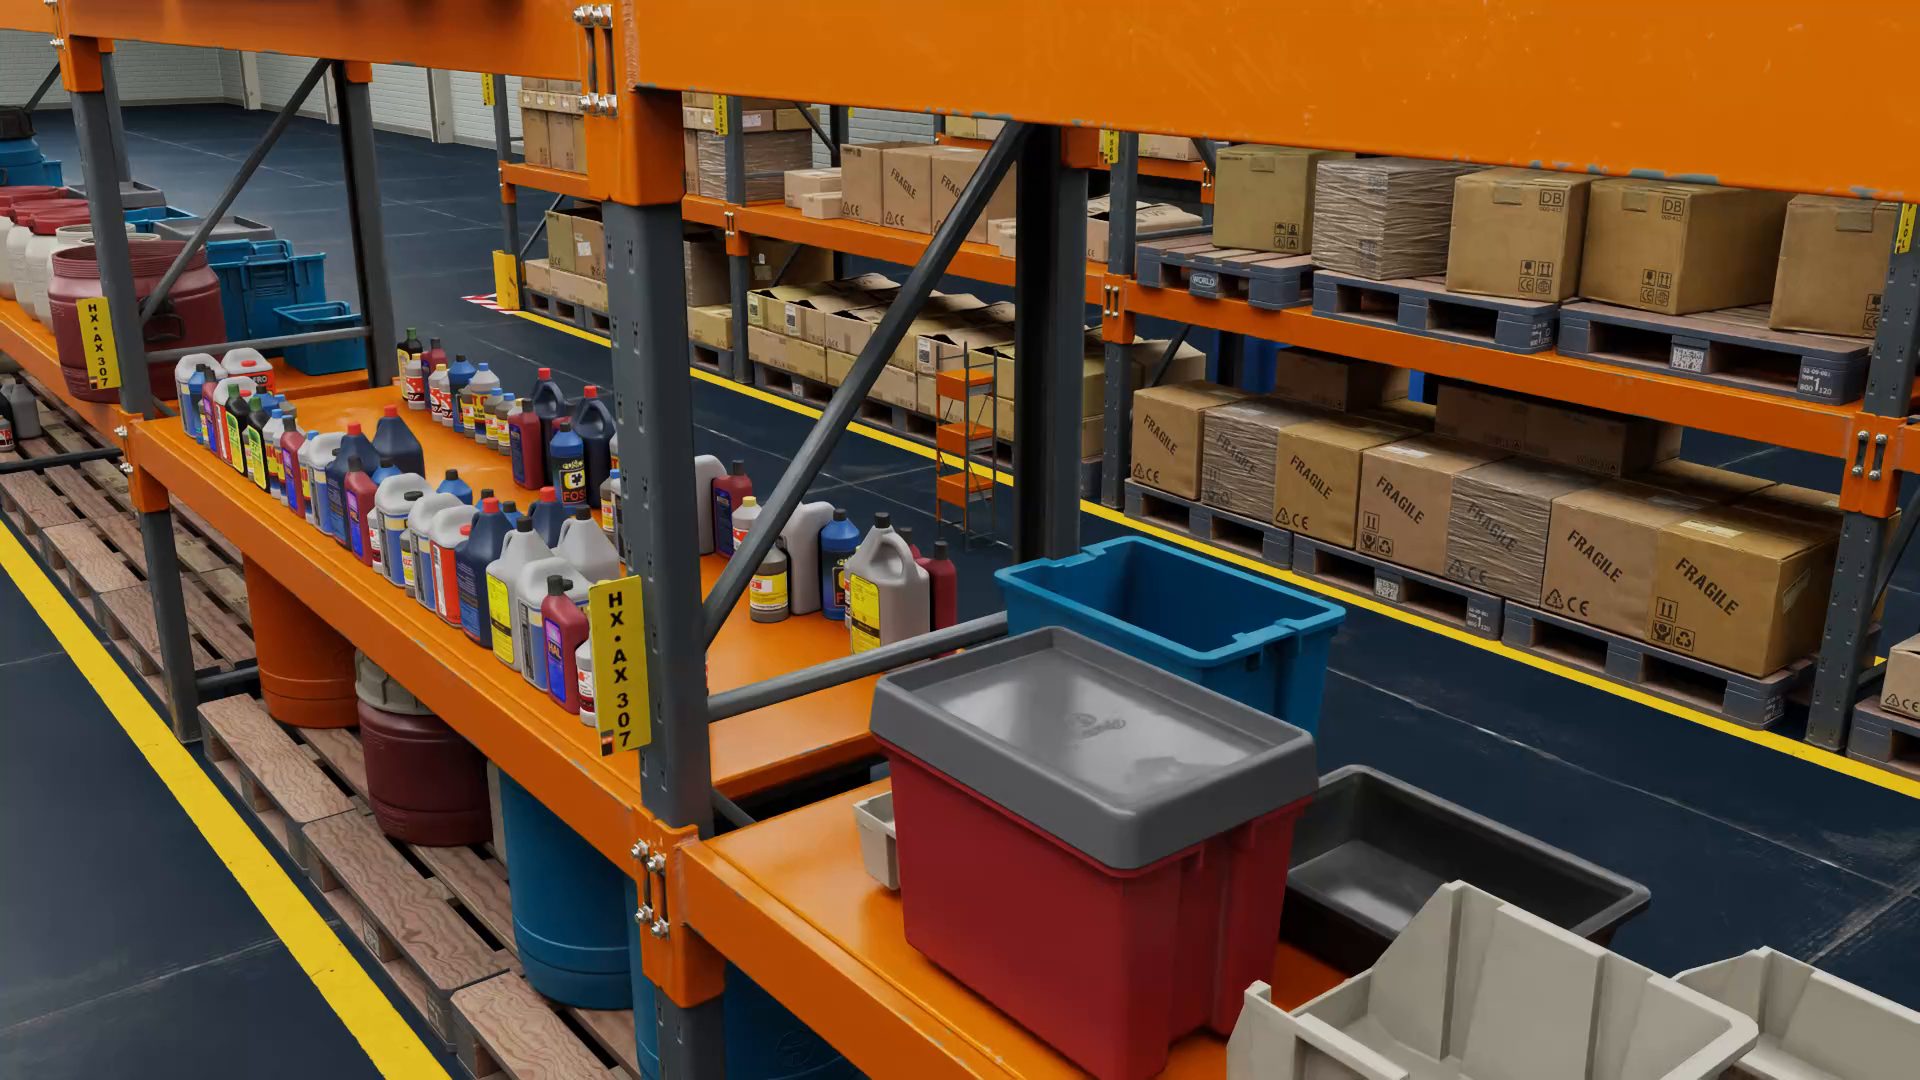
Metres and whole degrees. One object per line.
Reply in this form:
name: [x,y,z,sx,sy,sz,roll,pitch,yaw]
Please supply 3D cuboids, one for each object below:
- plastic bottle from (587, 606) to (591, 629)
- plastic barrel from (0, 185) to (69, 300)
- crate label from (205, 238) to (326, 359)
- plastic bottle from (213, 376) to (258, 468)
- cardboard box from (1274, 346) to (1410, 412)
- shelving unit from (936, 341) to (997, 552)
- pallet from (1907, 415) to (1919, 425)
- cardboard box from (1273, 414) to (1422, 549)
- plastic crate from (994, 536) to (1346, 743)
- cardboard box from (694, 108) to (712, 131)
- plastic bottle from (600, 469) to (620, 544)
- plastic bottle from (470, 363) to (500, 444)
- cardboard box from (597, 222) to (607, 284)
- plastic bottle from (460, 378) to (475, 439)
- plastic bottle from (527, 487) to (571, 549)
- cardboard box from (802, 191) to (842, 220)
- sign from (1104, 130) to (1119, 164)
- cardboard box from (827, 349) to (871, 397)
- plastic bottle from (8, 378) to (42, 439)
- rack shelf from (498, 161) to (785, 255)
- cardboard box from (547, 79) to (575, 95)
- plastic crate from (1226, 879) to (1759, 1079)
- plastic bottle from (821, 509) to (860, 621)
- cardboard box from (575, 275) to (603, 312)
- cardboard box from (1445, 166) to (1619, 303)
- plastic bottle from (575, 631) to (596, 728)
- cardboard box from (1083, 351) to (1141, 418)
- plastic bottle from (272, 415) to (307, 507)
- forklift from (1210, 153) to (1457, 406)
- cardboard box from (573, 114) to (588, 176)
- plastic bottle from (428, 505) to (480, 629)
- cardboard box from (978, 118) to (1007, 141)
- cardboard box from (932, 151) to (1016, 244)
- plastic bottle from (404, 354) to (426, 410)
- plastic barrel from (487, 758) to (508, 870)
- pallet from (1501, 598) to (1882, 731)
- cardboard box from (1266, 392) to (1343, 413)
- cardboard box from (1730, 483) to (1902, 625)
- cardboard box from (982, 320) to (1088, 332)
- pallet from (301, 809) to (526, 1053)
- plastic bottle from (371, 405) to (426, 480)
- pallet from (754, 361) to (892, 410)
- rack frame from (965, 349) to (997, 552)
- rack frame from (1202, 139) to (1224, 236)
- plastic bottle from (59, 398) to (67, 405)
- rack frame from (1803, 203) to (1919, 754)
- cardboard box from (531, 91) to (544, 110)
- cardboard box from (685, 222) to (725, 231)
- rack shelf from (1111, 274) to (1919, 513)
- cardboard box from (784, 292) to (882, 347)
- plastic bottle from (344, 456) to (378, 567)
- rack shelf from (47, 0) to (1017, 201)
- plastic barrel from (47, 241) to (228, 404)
plastic bottle: [-0.800,0.243,3.673,0.097,0.201,0.097,0,18,0]
plastic barrel: [-4.718,-1.507,8.424,0.433,0.535,0.433,0,18,0]
crate label: [-3.062,-1.049,7.203,0.502,0.435,0.616,-14,23,-36]
plastic bottle: [-2.354,-0.392,5.473,0.152,0.276,0.135,-14,23,-36]
cardboard box: [2.031,-0.881,8.836,0.500,0.250,0.500,-13,22,-34]
shelving unit: [0.033,-0.485,8.658,0.215,1.050,0.252,-14,23,-36]
pallet: [6.293,-0.835,11.049,1.003,0.211,1.213,-14,23,-36]
cardboard box: [1.924,-0.303,8.281,0.500,0.500,0.500,-14,23,-37]
plastic crate: [0.384,0.278,3.180,0.392,0.384,0.575,-14,23,-36]
cardboard box: [-1.744,-3.128,12.347,0.380,0.149,0.250,-15,23,-37]
plastic bottle: [-0.967,-0.100,4.708,0.097,0.201,0.097,0,18,0]
plastic bottle: [-1.629,-0.473,5.723,0.097,0.271,0.097,0,18,0]
cardboard box: [-2.651,-2.376,13.780,0.500,0.500,0.500,-14,23,-36]
plastic bottle: [-1.689,-0.463,5.806,0.097,0.201,0.097,0,18,0]
plastic bottle: [-1.002,0.038,4.055,0.144,0.351,0.185,-14,23,-36]
cardboard box: [-0.865,-2.309,11.463,0.380,0.149,0.250,-14,23,-36]
sign: [0.795,-2.141,8.715,0.100,0.325,0.005,-14,23,-36]
cardboard box: [-0.559,-1.179,11.359,0.500,0.250,0.500,-15,23,-38]
plastic bottle: [-5.653,-0.802,10.028,0.144,0.351,0.185,-14,23,-36]
rack shelf: [-2.497,-2.838,13.805,1.077,0.370,4.000,-14,23,-36]
cardboard box: [-3.095,-4.076,14.178,0.700,0.500,0.500,-15,23,-38]
plastic crate: [0.631,0.691,2.098,0.437,0.282,0.530,-14,23,-36]
plastic bottle: [-0.296,0.056,4.125,0.097,0.271,0.097,0,18,0]
cardboard box: [-2.957,-2.145,14.274,0.500,0.250,0.500,-14,23,-36]
cardboard box: [2.567,-1.385,7.447,0.500,0.500,0.700,13,23,35]
plastic bottle: [-0.765,0.288,3.538,0.097,0.201,0.097,0,18,0]
cardboard box: [0.710,-0.942,9.750,0.500,0.311,0.500,-13,22,-35]
plastic bottle: [-2.017,-0.242,5.028,0.097,0.271,0.097,0,18,0]
forklift: [3.228,-2.089,10.509,3.031,2.935,1.130,-3,19,-9]
cardboard box: [-2.825,-3.350,14.049,0.700,0.500,0.500,-14,23,-36]
plastic bottle: [-1.211,0.061,4.103,0.152,0.276,0.135,-14,23,-36]
cardboard box: [0.530,-4.271,17.195,0.500,0.250,0.500,-15,23,-38]
cardboard box: [0.174,-2.158,10.450,0.500,0.500,0.500,-16,24,-39]
plastic bottle: [-2.014,-0.592,6.195,0.097,0.201,0.097,0,18,0]
plastic barrel: [-1.218,0.764,5.073,0.421,0.512,0.421,0,18,0]
pallet: [3.177,0.416,7.272,1.003,0.211,1.213,-14,23,-36]
cardboard box: [1.993,-0.538,8.993,0.500,0.500,0.500,-13,22,-34]
cardboard box: [3.603,0.096,7.078,0.500,0.500,0.500,-15,24,-39]
cardboard box: [0.486,-1.301,10.835,0.500,0.311,0.500,-15,23,-38]
pallet: [-1.381,1.075,5.279,1.003,0.211,1.213,-14,23,-36]
plastic bottle: [-1.649,-0.223,4.842,0.144,0.351,0.185,-14,23,-36]
pallet: [-0.767,-1.189,12.117,1.003,0.211,1.213,-14,23,-36]
rack frame: [0.109,-0.455,8.567,0.200,1.050,0.008,-14,23,-36]
rack frame: [2.626,-3.654,15.126,1.000,3.000,0.127,-14,23,-36]
plastic bottle: [-5.798,-1.032,10.842,0.152,0.276,0.135,-14,23,-36]
rack frame: [3.712,-0.715,6.250,1.000,3.000,0.127,-14,23,-36]
cardboard box: [-3.498,-3.824,14.449,0.380,0.149,0.250,-15,23,-37]
cardboard box: [-1.919,-2.358,13.726,0.500,0.500,0.500,-14,23,-36]
rack shelf: [2.470,-0.866,7.852,1.077,0.370,4.000,-14,23,-36]
cardboard box: [-0.887,-1.572,11.652,0.500,0.311,0.500,-14,23,-37]
plastic bottle: [-1.618,-0.081,4.520,0.061,0.283,0.133,-14,23,-36]
rack shelf: [-1.415,-1.325,4.463,1.077,0.370,4.000,-14,23,-36]
plastic barrel: [-3.182,-0.855,6.455,0.600,0.536,0.708,-14,23,-36]
